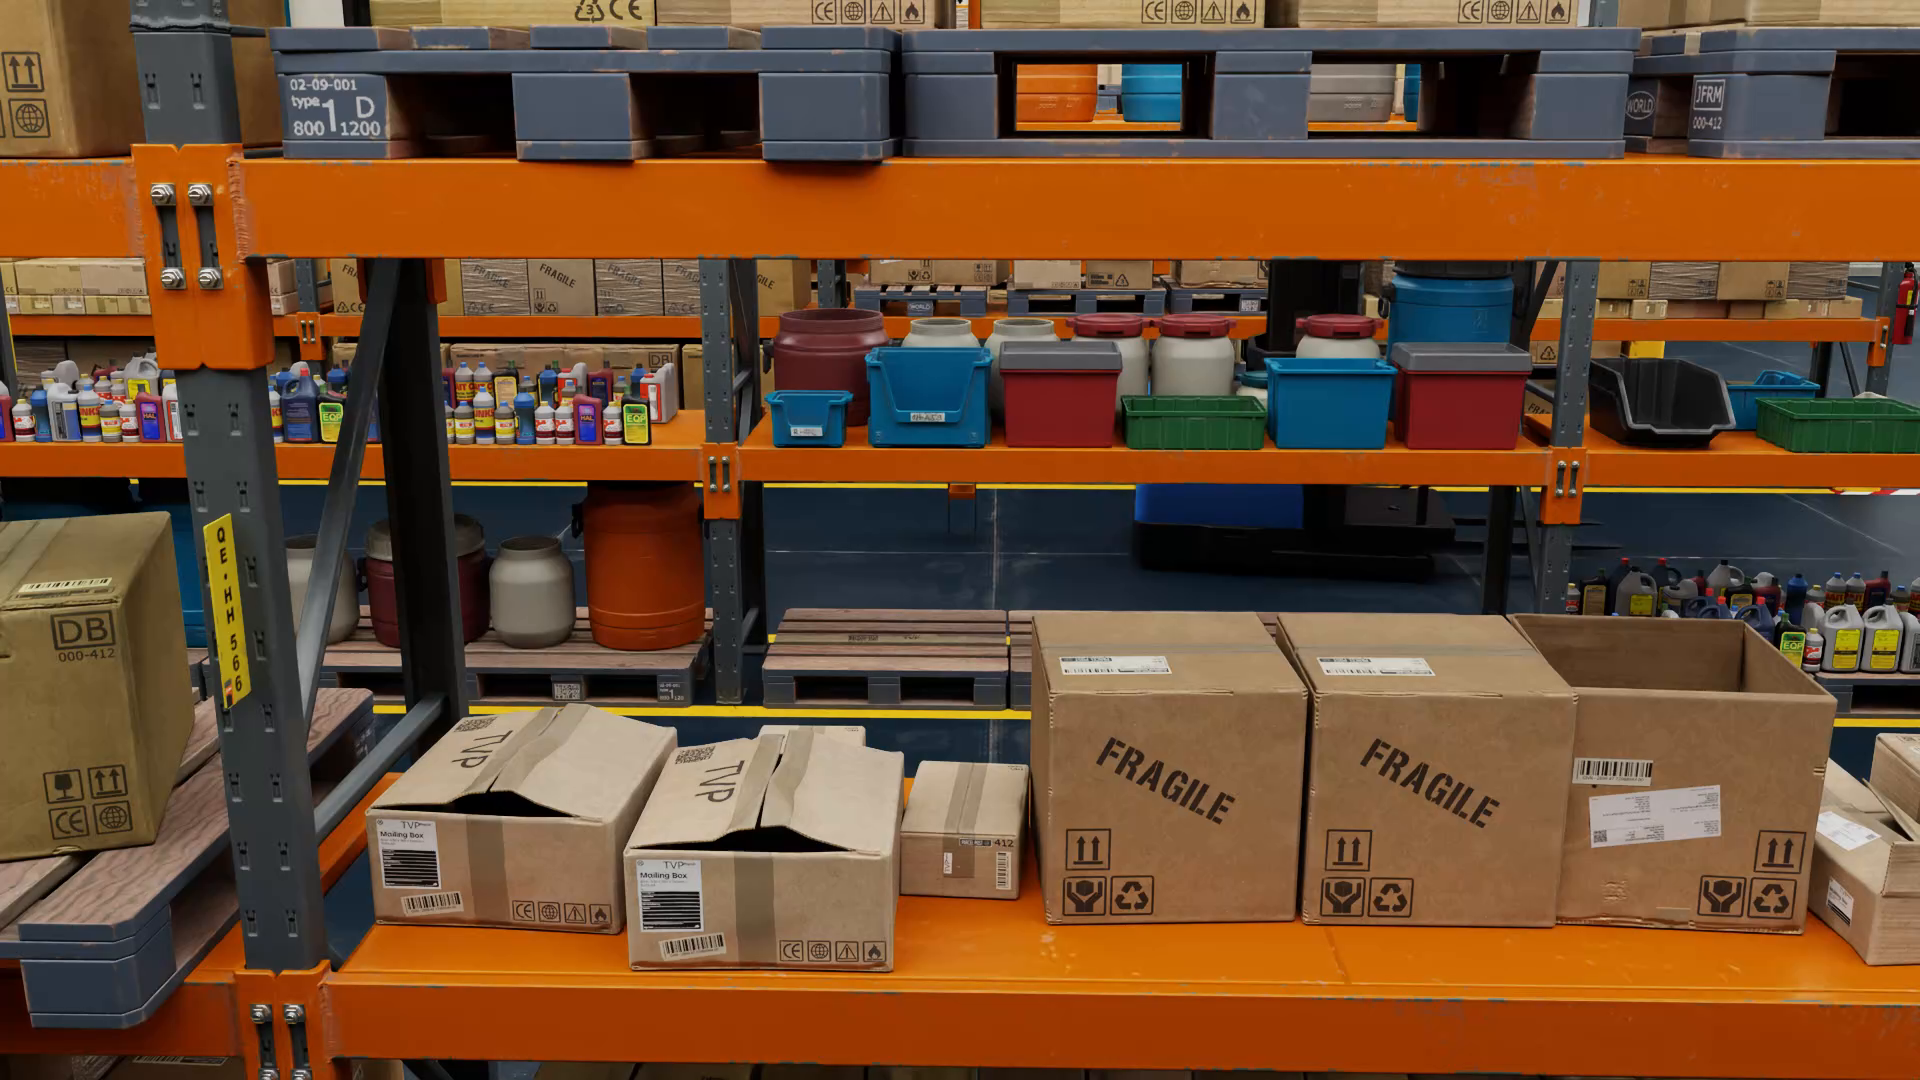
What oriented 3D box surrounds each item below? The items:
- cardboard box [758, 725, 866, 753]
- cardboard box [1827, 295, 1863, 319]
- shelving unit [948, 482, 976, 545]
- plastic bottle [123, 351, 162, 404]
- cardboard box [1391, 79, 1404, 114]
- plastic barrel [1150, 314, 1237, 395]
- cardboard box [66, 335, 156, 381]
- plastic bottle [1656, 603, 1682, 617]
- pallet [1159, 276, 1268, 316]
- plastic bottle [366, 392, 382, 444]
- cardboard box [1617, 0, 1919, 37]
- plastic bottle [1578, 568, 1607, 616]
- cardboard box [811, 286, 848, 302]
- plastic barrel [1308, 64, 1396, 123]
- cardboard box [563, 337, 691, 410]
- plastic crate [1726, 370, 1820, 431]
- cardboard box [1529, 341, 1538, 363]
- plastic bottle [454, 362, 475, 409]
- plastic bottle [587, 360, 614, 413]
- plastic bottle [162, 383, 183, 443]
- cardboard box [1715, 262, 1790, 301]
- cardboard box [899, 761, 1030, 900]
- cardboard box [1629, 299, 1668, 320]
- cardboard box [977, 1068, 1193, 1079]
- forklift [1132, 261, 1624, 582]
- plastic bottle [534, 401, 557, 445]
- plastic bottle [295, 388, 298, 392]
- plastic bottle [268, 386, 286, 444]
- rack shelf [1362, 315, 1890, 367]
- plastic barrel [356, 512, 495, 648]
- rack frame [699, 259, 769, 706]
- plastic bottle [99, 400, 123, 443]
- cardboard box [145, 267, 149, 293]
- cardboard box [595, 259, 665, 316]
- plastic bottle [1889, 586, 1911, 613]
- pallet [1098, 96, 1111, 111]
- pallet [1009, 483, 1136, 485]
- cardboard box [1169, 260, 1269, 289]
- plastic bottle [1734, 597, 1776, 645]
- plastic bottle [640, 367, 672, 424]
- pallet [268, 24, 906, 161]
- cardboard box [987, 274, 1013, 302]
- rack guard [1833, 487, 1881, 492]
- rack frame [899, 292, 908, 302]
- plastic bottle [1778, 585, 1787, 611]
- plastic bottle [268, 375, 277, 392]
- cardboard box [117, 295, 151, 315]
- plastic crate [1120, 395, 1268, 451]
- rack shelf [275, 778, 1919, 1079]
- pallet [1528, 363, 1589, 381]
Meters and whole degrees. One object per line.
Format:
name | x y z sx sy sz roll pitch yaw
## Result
cardboard box | -0.356 0.563 3.819 0.250 0.149 0.380 0 15 1
cardboard box | 6.702 -1.796 12.759 0.250 0.149 0.380 0 15 1
shelving unit | 0.014 -0.580 11.187 0.189 1.200 0.258 0 15 1
plastic bottle | -4.207 -0.800 8.589 0.185 0.351 0.144 0 15 1
cardboard box | 3.437 -3.304 12.396 0.500 0.250 0.500 0 15 -1
plastic barrel | 1.183 -0.864 8.467 0.433 0.535 0.433 0 15 0
cardboard box | -6.561 -1.253 13.550 0.875 0.875 0.875 0 15 1
plastic bottle | 3.500 0.451 8.211 0.133 0.283 0.061 0 15 1
pallet | 2.233 -1.944 13.203 1.213 0.211 1.003 0 15 1
plastic bottle | -2.848 -0.646 8.006 0.185 0.351 0.144 0 15 1
cardboard box | 1.572 -1.058 3.062 0.500 0.250 0.500 -1 15 -4
plastic bottle | 3.356 0.289 8.828 0.133 0.283 0.061 1 15 4
cardboard box | -1.468 -2.579 17.842 0.500 0.250 0.500 0 15 0
plastic barrel | 1.699 -2.376 7.603 0.600 0.901 0.600 0 15 0
cardboard box | -2.585 -1.214 13.401 0.875 0.875 1.225 0 15 2
plastic crate | 3.980 -0.721 8.485 0.616 0.251 0.499 0 15 1
cardboard box | 5.661 -2.401 17.902 0.875 0.875 0.875 0 15 1
plastic bottle | -2.595 -0.794 8.722 0.097 0.271 0.097 0 15 0
plastic bottle | -1.883 -0.800 8.720 0.133 0.283 0.061 0 15 1
plastic bottle | -3.752 -0.617 8.042 0.135 0.276 0.152 0 15 1
cardboard box | 5.940 -2.144 12.806 0.500 0.500 0.875 0 15 1
cardboard box | 0.014 0.621 3.597 0.250 0.149 0.380 1 15 6
cardboard box | 5.200 -1.779 12.695 0.250 0.149 0.380 0 15 1
cardboard box | 0.292 1.308 3.971 0.500 0.311 0.500 0 15 1
forklift | 2.667 -1.300 10.521 3.031 2.935 1.130 2 15 8
plastic bottle | -1.990 -0.562 7.981 0.097 0.201 0.097 0 15 0
plastic bottle | -3.206 -0.641 8.142 0.097 0.271 0.097 0 15 0
plastic bottle | -3.307 -0.605 8.005 0.097 0.271 0.097 0 15 0
rack shelf | 4.993 -1.633 13.061 4.000 0.370 1.077 0 15 1
plastic barrel | -2.750 0.200 8.607 0.708 0.588 0.600 0 15 1
rack frame | -1.132 -0.757 8.330 0.127 3.000 1.000 0 15 1
plastic bottle | -4.099 -0.576 8.034 0.097 0.201 0.097 0 15 0
cardboard box | -5.969 -2.056 12.965 0.500 0.250 0.500 1 15 3
cardboard box | -2.522 -2.016 12.905 0.500 0.500 0.500 0 15 0
plastic bottle | 4.958 0.343 8.782 0.097 0.201 0.097 0 15 0
pallet | 0.986 -4.646 17.561 1.213 0.211 1.003 1 15 4
pallet | 0.992 -0.658 13.420 1.213 0.211 1.003 0 15 1
cardboard box | 2.203 -2.528 13.043 1.000 1.000 1.000 0 15 2
plastic bottle | 3.852 0.449 8.087 0.185 0.351 0.144 0 15 -1
plastic bottle | -1.560 -0.744 8.522 0.135 0.276 0.152 0 15 1
pallet | -0.581 -0.871 3.253 1.003 0.211 1.213 1 15 4
cardboard box | 0.550 -3.471 22.944 0.625 0.372 0.950 0 15 0
rack guard | 6.916 -0.760 13.241 0.348 0.500 1.175 0 15 1
rack frame | -0.752 -4.548 22.696 0.127 3.000 1.000 0 15 1
plastic bottle | 4.314 0.339 8.798 0.097 0.201 0.097 0 15 0
plastic bottle | -3.608 -0.767 8.756 0.097 0.201 0.097 0 15 0
cardboard box | -6.346 -1.850 12.964 0.250 0.149 0.380 1 15 2
plastic crate | 1.119 -0.568 8.028 0.662 0.188 0.450 0 15 1
rack shelf | 0.737 0.867 3.584 4.000 0.370 1.077 0 15 1
pallet | 6.419 -1.869 18.012 1.213 0.211 1.003 0 15 1
